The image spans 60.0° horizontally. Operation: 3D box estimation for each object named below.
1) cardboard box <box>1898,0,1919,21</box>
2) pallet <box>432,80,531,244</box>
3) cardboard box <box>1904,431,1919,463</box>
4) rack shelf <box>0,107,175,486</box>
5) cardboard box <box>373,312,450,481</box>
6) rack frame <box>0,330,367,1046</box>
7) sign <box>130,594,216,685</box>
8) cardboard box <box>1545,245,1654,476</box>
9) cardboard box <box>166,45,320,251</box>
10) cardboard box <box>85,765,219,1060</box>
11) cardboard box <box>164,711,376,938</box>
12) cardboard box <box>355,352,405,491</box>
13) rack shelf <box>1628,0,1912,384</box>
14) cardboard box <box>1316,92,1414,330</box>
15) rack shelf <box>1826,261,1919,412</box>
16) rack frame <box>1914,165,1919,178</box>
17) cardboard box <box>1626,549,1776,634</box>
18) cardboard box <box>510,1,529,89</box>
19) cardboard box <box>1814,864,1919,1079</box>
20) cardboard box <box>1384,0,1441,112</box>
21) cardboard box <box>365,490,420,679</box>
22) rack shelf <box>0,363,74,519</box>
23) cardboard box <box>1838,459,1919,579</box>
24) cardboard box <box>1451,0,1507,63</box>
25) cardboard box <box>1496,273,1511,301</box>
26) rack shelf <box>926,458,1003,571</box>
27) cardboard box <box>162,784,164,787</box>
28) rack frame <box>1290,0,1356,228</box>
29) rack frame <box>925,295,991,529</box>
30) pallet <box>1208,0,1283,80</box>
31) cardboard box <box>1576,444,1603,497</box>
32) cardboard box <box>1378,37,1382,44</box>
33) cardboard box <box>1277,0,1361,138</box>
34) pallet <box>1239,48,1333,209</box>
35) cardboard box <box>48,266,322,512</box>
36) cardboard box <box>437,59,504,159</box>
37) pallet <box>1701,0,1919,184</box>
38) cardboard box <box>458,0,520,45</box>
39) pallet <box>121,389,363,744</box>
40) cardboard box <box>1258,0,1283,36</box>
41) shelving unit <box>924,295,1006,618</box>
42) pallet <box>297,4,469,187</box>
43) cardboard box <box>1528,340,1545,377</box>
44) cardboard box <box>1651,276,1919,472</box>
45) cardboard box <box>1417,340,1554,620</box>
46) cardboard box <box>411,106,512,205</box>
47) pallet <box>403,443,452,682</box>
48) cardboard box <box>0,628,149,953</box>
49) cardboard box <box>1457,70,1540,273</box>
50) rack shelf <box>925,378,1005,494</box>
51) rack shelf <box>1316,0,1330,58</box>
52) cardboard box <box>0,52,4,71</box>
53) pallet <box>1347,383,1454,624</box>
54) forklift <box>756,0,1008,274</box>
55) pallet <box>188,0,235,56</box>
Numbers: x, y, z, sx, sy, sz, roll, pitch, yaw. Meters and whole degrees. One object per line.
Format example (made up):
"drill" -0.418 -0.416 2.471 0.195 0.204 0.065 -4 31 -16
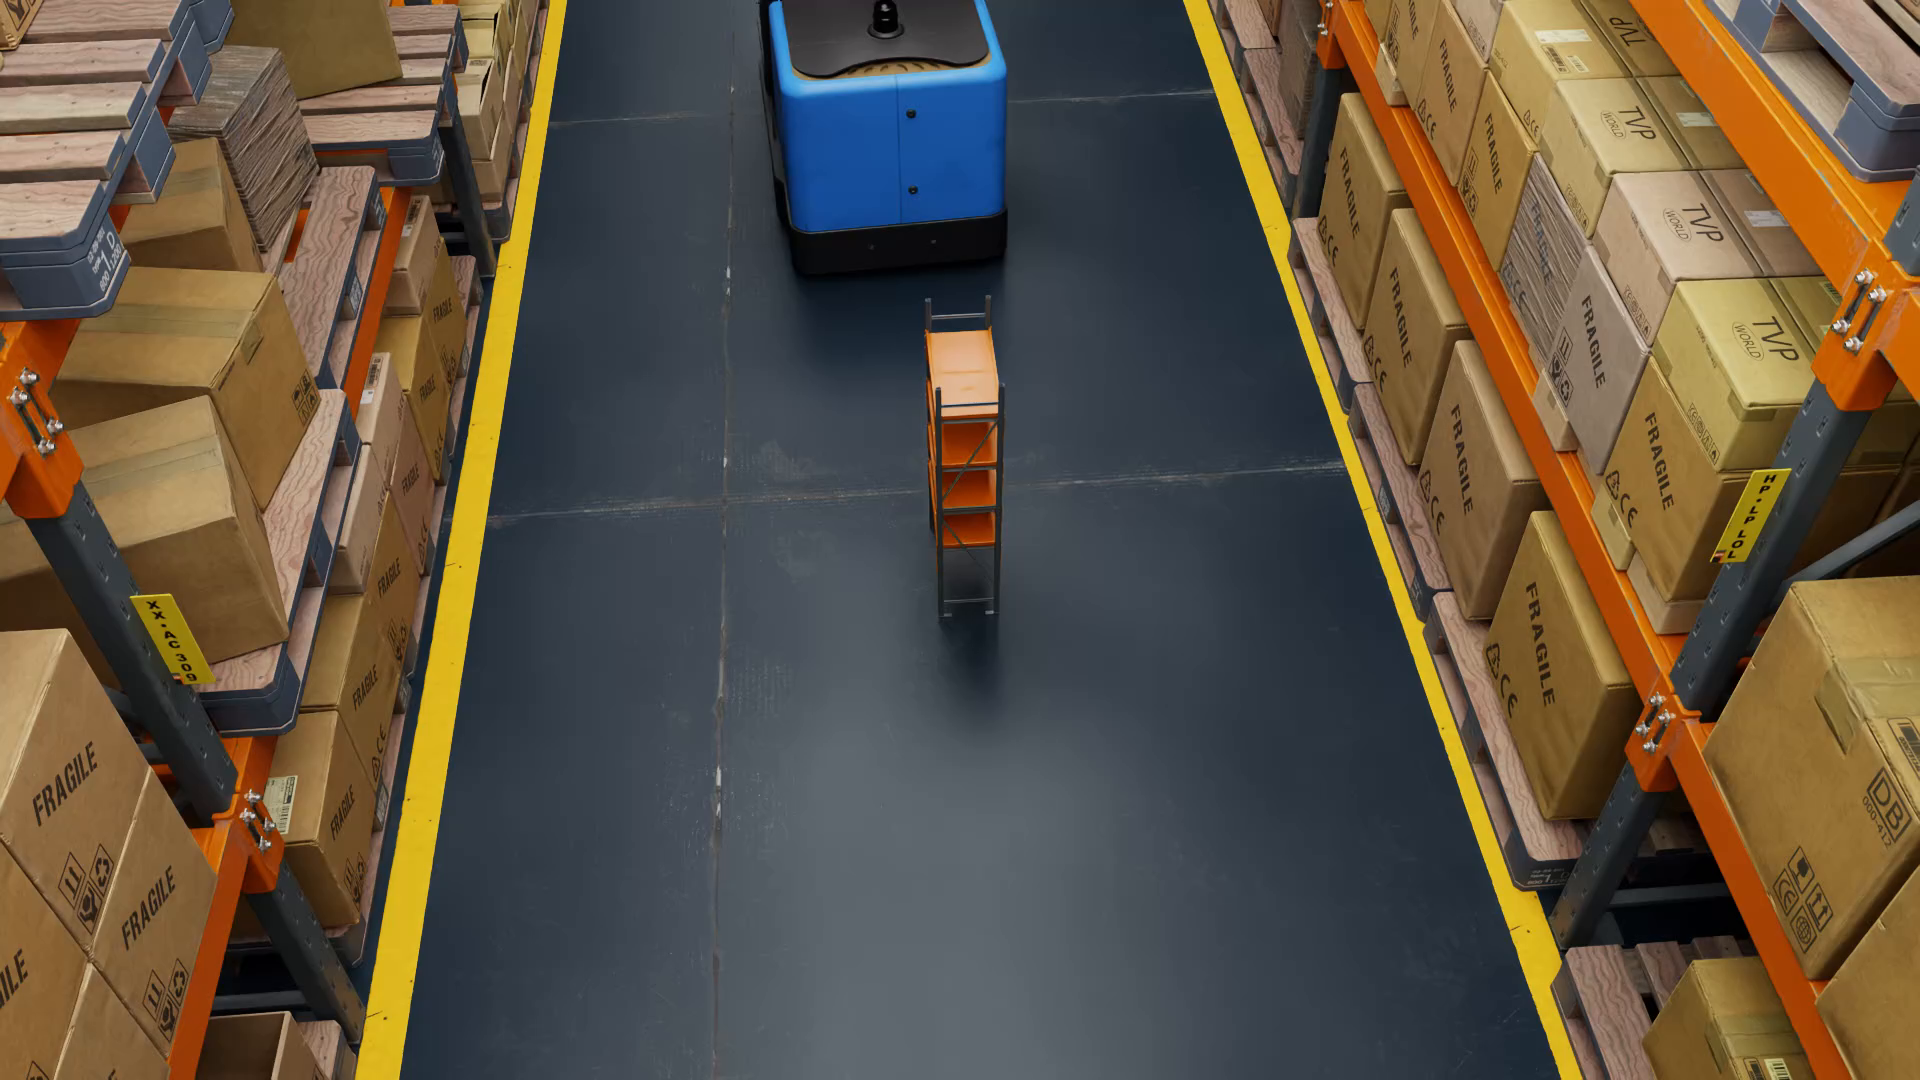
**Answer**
"cardboard box" 2.540 -1.586 3.885 0.700 0.500 0.500 -6 47 -5
"pallet" -2.796 -1.955 8.593 1.003 0.211 1.213 -3 47 -3
"cardboard box" 2.726 -0.476 4.467 0.500 0.250 0.500 -2 47 -2
"rack shelf" -2.599 -1.653 4.815 1.077 0.370 4.000 -3 47 -3
"cardboard box" -2.411 -0.571 6.780 0.500 0.500 0.500 -5 47 -5
"rack frame" -2.431 0.578 4.273 1.000 3.000 0.127 -3 47 -3
"sign" -1.891 0.242 3.995 0.100 0.325 0.005 -3 47 -3
"cardboard box" 2.162 -0.556 5.060 0.500 0.500 0.500 -3 47 -3
"cardboard box" -2.715 -1.372 5.762 0.700 0.500 0.500 4 47 4
"cardboard box" -2.134 0.890 3.909 0.500 0.500 0.500 -3 47 -3
"cardboard box" -2.229 0.922 5.366 0.500 0.500 0.500 -5 47 -5
"cardboard box" -2.355 -0.423 6.123 0.500 0.250 0.500 -4 47 -4
"rack shelf" 2.337 -1.957 5.103 1.077 0.370 4.000 -3 47 -3
"cardboard box" 2.101 -1.485 7.418 0.750 0.750 0.750 -4 47 -4
"rack shelf" 2.672 0.937 2.362 1.077 0.370 4.000 -3 47 -3
"rack frame" 2.505 -1.788 2.382 1.000 3.000 0.127 -3 47 -3
"cardboard box" 2.194 0.127 4.860 0.380 0.149 0.250 -3 47 -3
"cardboard box" -2.610 -2.651 8.936 0.500 0.250 0.500 -5 47 -4
"cardboard box" 2.589 1.093 3.579 0.980 0.700 0.700 -5 47 -4
"cardboard box" 1.990 -2.017 6.443 0.500 0.500 0.500 -2 47 -2
"cardboard box" -2.319 0.174 6.074 0.500 0.500 0.500 -3 47 -3
"rack shelf" -2.264 1.241 2.075 1.077 0.370 4.000 -3 47 -3
"cardboard box" 2.717 -0.217 4.739 0.500 0.500 0.500 -5 47 -5
"cardboard box" 2.042 -1.927 5.841 0.500 0.250 0.500 -3 47 -3
"cardboard box" 2.121 -0.988 5.916 0.380 0.149 0.250 -2 47 -2
"rack shelf" 0.014 -0.110 6.530 0.258 0.148 0.480 -3 47 -3
"cardboard box" -2.758 0.947 5.342 0.500 0.500 0.500 -4 47 -4
"rack frame" 2.170 -2.620 7.301 1.000 3.000 0.127 -3 47 -3
"rack frame" -0.007 -0.469 6.505 0.240 1.200 0.015 -3 47 -3
"pallet" 2.007 -3.107 9.684 1.003 0.211 1.213 -3 47 -3
"cardboard box" 2.173 -0.245 5.212 0.380 0.149 0.250 -2 47 -2
"cardboard box" 1.979 -2.105 6.973 0.380 0.149 0.250 -3 47 -3
"cardboard box" 2.058 -2.429 8.540 0.700 0.500 0.500 -3 47 -3
"pallet" 2.106 -2.226 8.849 1.003 0.211 1.213 -3 47 -3
"cardboard box" -2.369 -0.451 4.889 0.700 0.500 0.500 3 47 3
"cardboard box" -2.517 -2.104 8.032 0.500 0.311 0.500 -2 47 -2
"pallet" 2.379 -1.352 4.166 0.805 0.209 1.217 -5 47 -5
"cardboard box" -2.610 -2.853 8.741 0.500 0.311 0.500 -5 47 -4
"pallet" -2.389 0.059 4.896 1.003 0.211 1.213 -3 47 -3
"cardboard box" 2.060 -3.167 9.238 0.700 0.500 0.500 -4 47 -4
"shelving unit" 0.014 -0.293 6.337 0.258 1.200 0.503 -3 47 -3
"pallet" -2.640 -1.764 6.623 1.213 0.211 1.003 -3 47 -3
"cardboard box" 2.138 -0.613 5.561 0.380 0.149 0.250 -3 47 -3
"cardboard box" 2.211 -0.449 4.442 0.500 0.250 0.500 -2 47 -2
"cardboard box" 2.243 -0.236 6.235 0.750 0.750 0.750 -2 47 -2
"cardboard box" -2.517 -1.911 8.235 0.500 0.250 0.500 -4 47 -3
"pallet" -2.642 0.066 6.678 1.003 0.211 1.213 -3 47 -3
"cardboard box" -2.131 0.550 3.542 0.500 0.500 0.500 -3 47 -3
"cardboard box" 2.082 -1.281 5.747 0.500 0.500 0.500 -2 47 -2
"rack shelf" 0.014 -0.400 6.224 0.258 0.148 0.480 -3 47 -3
"rack shelf" 2.002 -3.819 8.933 1.077 0.370 4.000 -3 47 -3
"cardboard box" -2.400 -1.035 3.308 0.600 0.600 0.600 -8 47 -7
"pallet" 2.260 -0.205 6.935 1.003 0.211 1.213 -3 47 -3
"forklift" -0.508 -3.369 8.058 1.130 2.935 3.031 -6 47 -6
"pallet" -2.506 -1.615 4.413 1.213 0.211 1.003 -3 47 -3
